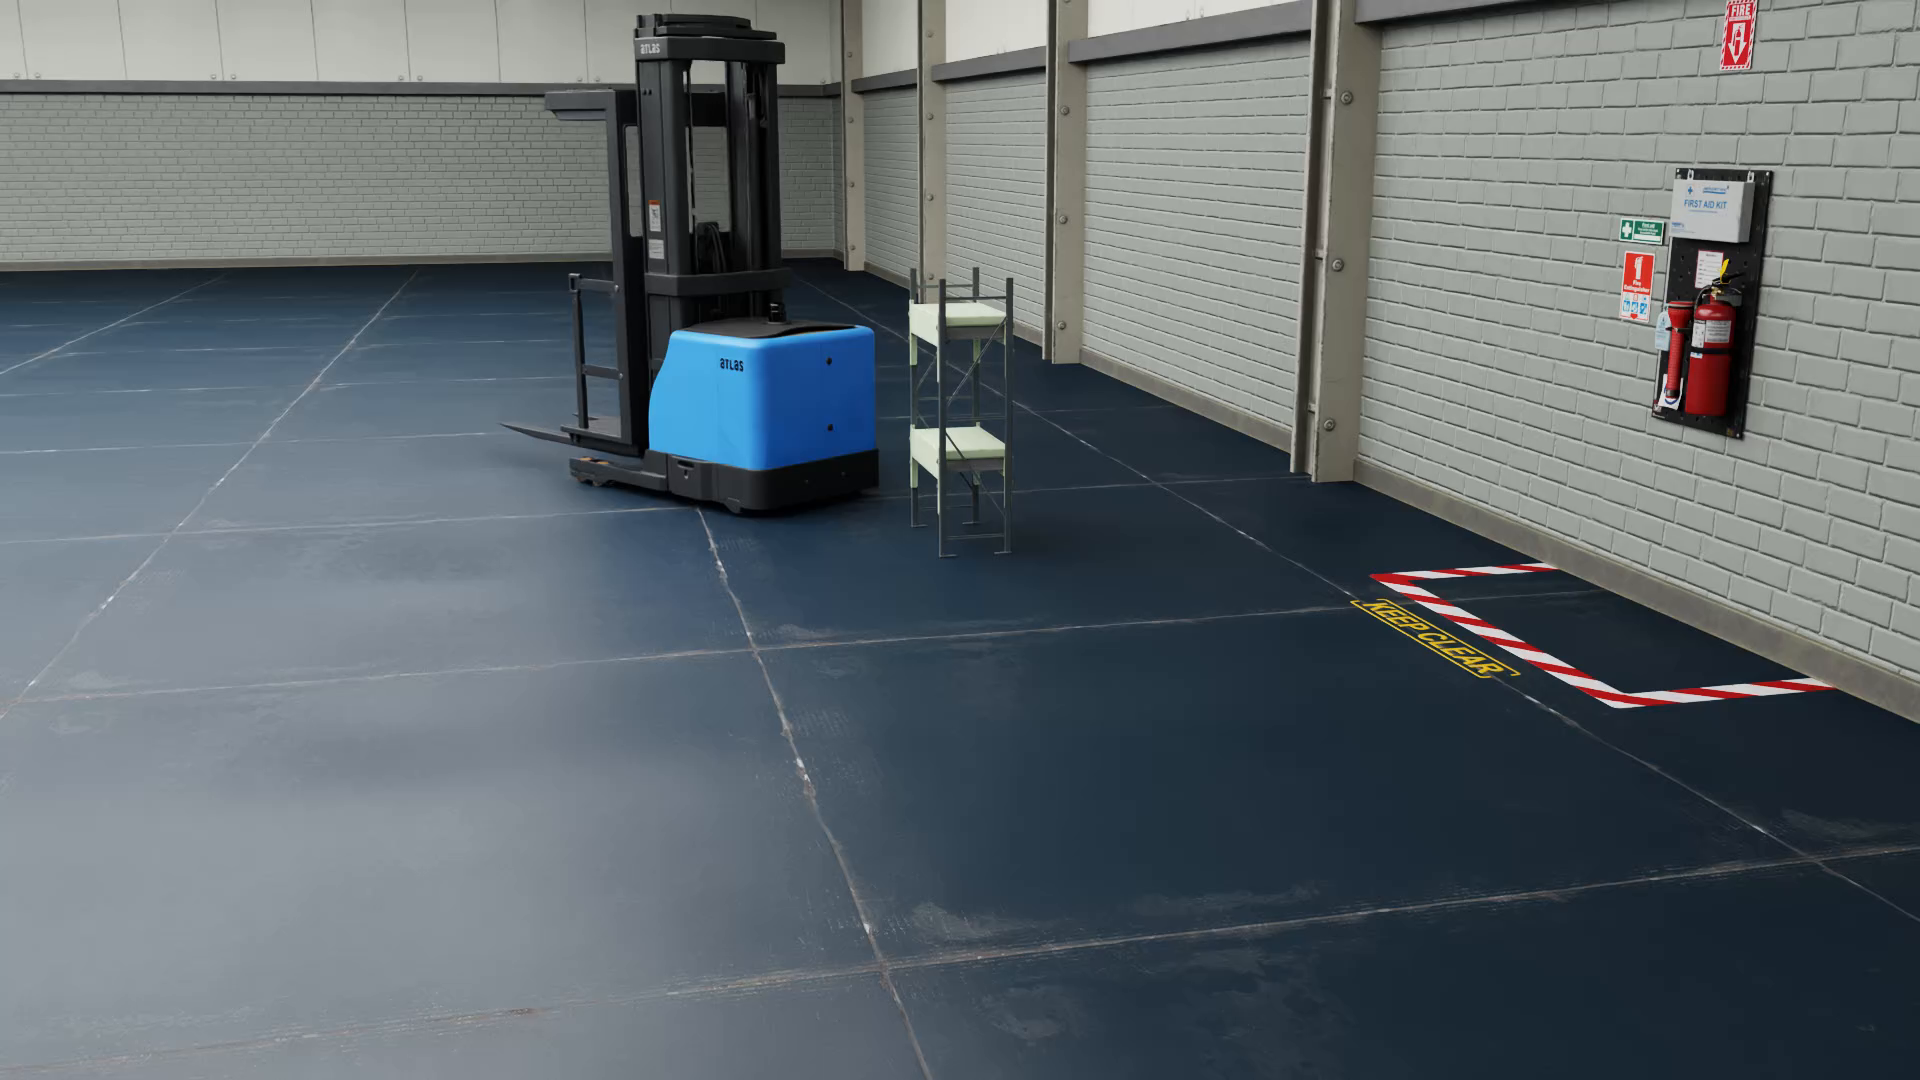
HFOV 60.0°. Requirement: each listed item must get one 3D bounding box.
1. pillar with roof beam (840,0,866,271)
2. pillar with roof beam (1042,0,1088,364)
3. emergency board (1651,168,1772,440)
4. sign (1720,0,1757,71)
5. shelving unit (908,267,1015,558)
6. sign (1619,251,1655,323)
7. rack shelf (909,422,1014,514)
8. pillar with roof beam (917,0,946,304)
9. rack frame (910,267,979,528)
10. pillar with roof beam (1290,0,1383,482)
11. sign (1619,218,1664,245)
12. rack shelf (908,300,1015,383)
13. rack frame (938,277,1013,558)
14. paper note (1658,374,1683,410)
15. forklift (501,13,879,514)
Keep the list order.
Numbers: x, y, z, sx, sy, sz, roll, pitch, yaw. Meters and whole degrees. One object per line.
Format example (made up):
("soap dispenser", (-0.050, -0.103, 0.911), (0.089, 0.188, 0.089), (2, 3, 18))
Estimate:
("pillar with roof beam", (-5.964, -8.719, 26.153), (9.100, 9.000, 0.400), (-3, 14, -13))
("pillar with roof beam", (-3.146, -5.950, 14.822), (9.100, 9.000, 0.400), (-3, 14, -13))
("emergency board", (3.314, -1.080, 7.527), (0.194, 1.169, 0.643), (-3, 14, -13))
("sign", (3.409, -2.214, 7.283), (0.001, 0.298, 0.199), (-3, 14, -13))
("shelving unit", (-0.002, -0.730, 9.255), (0.431, 1.500, 0.755), (-3, 14, -13))
("sign", (3.284, -1.231, 8.069), (0.001, 0.329, 0.234), (-3, 14, -13))
("rack shelf", (-0.002, -0.413, 9.333), (0.431, 0.370, 0.720), (-3, 14, -13))
("pillar with roof beam", (-4.555, -7.335, 20.488), (9.100, 9.000, 0.400), (-3, 14, -13))
("rack frame", (-0.088, -0.815, 9.601), (0.400, 1.500, 0.023), (-3, 14, -13))
("pillar with roof beam", (-1.737, -4.566, 9.157), (9.100, 9.000, 0.400), (-3, 14, -13))
("sign", (3.277, -1.487, 8.000), (0.001, 0.109, 0.331), (-3, 14, -13))
("rack shelf", (-0.002, -1.109, 9.163), (0.431, 0.370, 0.720), (-3, 14, -13))
("rack frame", (0.084, -0.646, 8.910), (0.400, 1.500, 0.023), (-3, 14, -13))
("paper note", (3.339, -0.697, 7.815), (0.016, 0.148, 0.142), (-3, 14, -13))
("forklift", (-1.941, -1.854, 10.839), (3.031, 2.935, 1.130), (12, 18, 41))
